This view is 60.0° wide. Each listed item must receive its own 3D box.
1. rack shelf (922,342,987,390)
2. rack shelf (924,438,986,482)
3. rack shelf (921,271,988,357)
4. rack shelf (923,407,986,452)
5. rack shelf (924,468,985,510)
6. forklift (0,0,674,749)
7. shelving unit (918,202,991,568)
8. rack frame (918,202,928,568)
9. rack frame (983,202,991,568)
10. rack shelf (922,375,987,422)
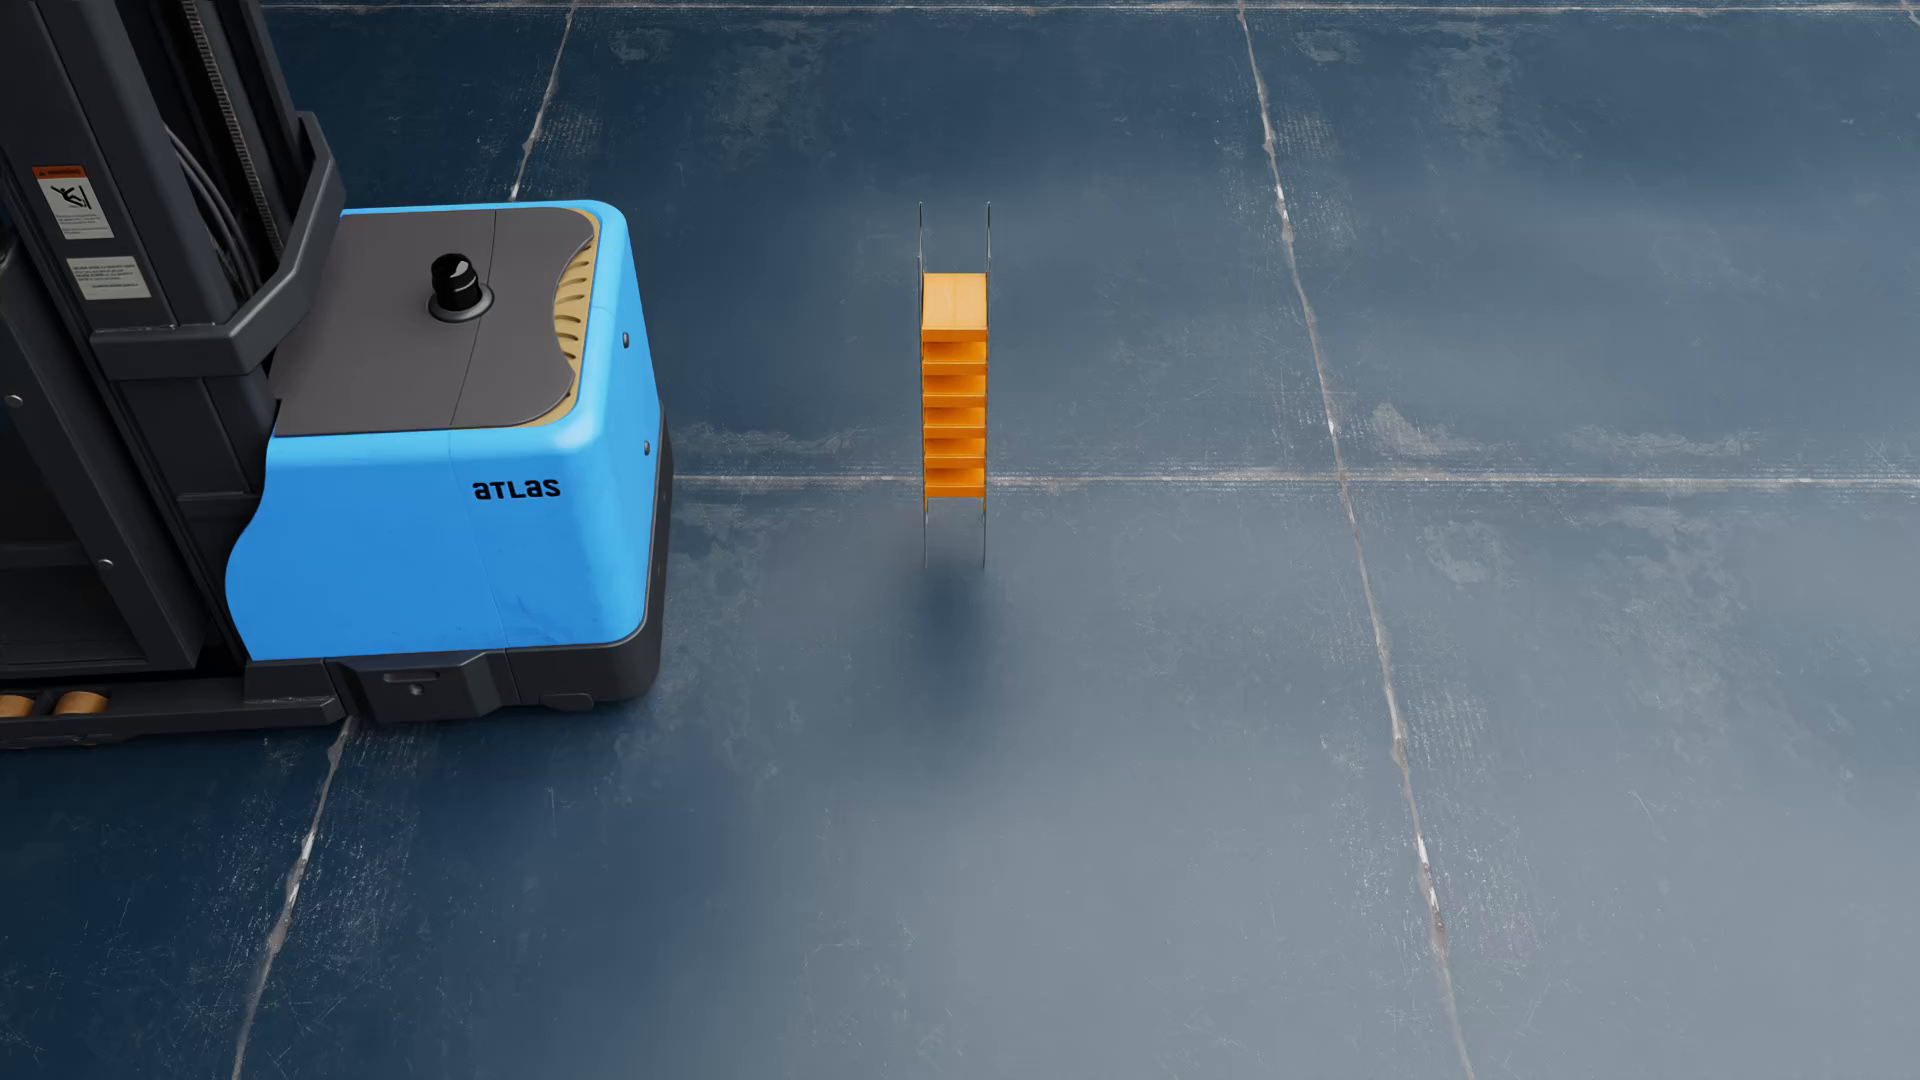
[{"bbox_3d":[-0.014,-0.542,4.668,0.180,0.103,0.258,0,47,0],"label":"rack shelf"},{"bbox_3d":[-0.014,-0.297,4.931,0.180,0.103,0.258,0,47,0],"label":"rack shelf"},{"bbox_3d":[-0.014,-0.624,4.580,0.180,0.103,0.258,0,47,0],"label":"rack shelf"},{"bbox_3d":[-0.014,-0.379,4.843,0.180,0.103,0.258,0,47,0],"label":"rack shelf"},{"bbox_3d":[-0.014,-0.215,5.019,0.180,0.103,0.258,0,47,0],"label":"rack shelf"},{"bbox_3d":[-2.409,-0.810,4.002,3.031,2.935,1.130,-3,47,-3],"label":"forklift"},{"bbox_3d":[-0.014,-0.409,4.811,0.189,1.200,0.258,0,47,0],"label":"shelving unit"},{"bbox_3d":[-0.106,-0.409,4.811,0.006,1.200,0.240,0,47,0],"label":"rack frame"},{"bbox_3d":[0.077,-0.409,4.811,0.006,1.200,0.240,0,47,0],"label":"rack frame"},{"bbox_3d":[-0.014,-0.460,4.756,0.180,0.103,0.258,0,47,0],"label":"rack shelf"}]
